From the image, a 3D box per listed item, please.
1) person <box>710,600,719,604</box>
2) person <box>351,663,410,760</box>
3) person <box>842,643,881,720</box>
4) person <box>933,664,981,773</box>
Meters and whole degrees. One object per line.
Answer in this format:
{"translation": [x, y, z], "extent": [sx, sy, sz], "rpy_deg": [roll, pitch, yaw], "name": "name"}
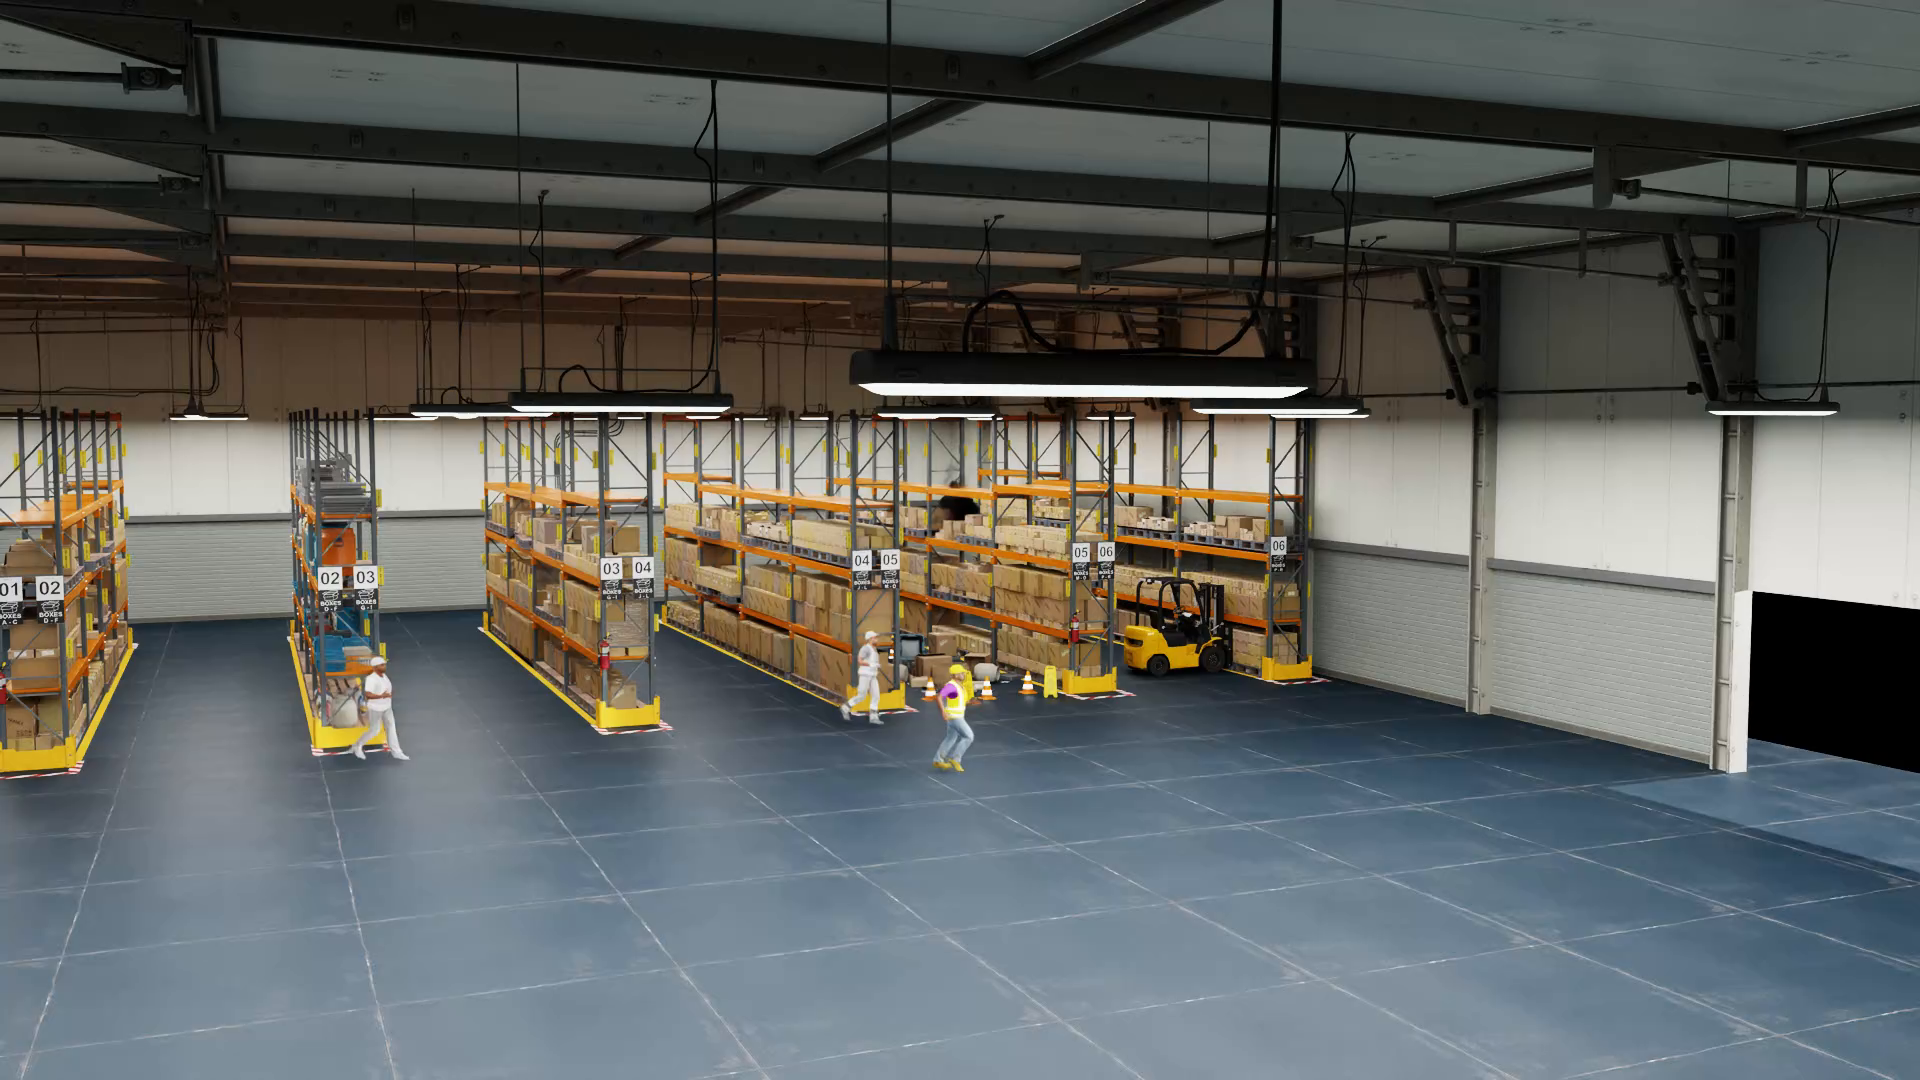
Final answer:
{"translation": [-7.264, 1.419, 49.211], "extent": [0.730, 1.798, 0.704], "rpy_deg": [2, 4, 26], "name": "person"}
{"translation": [-9.774, 2.860, 28.010], "extent": [1.012, 1.720, 0.704], "rpy_deg": [1, 4, 11], "name": "person"}
{"translation": [-1.820, 2.696, 31.867], "extent": [0.778, 1.454, 0.640], "rpy_deg": [1, 4, 20], "name": "person"}
{"translation": [-0.054, 2.934, 27.302], "extent": [0.809, 1.787, 0.671], "rpy_deg": [0, 4, 6], "name": "person"}
